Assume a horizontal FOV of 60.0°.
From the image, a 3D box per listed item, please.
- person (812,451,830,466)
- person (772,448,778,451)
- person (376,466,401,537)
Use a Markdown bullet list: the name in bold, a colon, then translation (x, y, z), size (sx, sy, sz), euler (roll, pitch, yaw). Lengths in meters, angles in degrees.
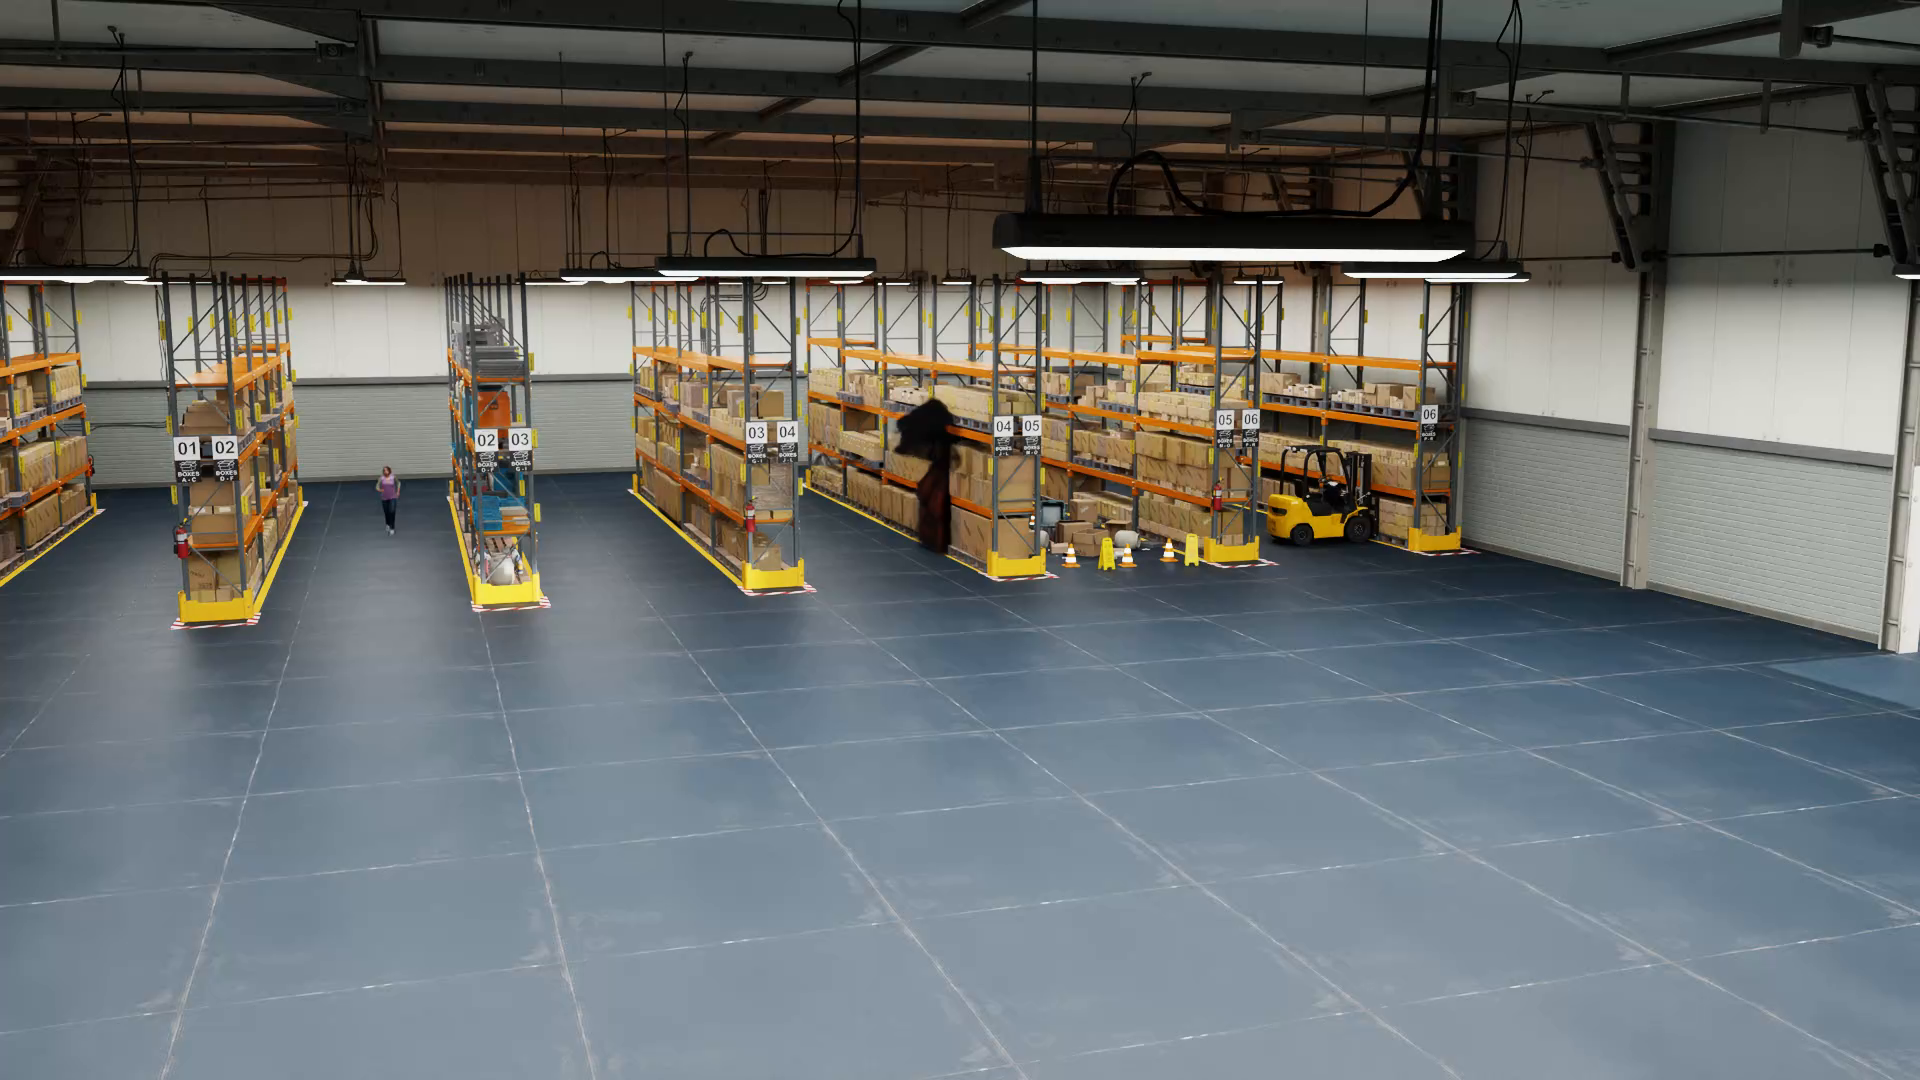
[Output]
- **person**: translation (-4.105, -2.630, 49.647), size (0.728, 1.800, 0.671), euler (-7, 11, -37)
- **person**: translation (-5.084, -2.142, 46.487), size (0.633, 1.790, 0.687), euler (-1, 9, -6)
- **person**: translation (-13.373, -0.920, 38.917), size (0.546, 1.614, 0.804), euler (-2, 9, -15)
